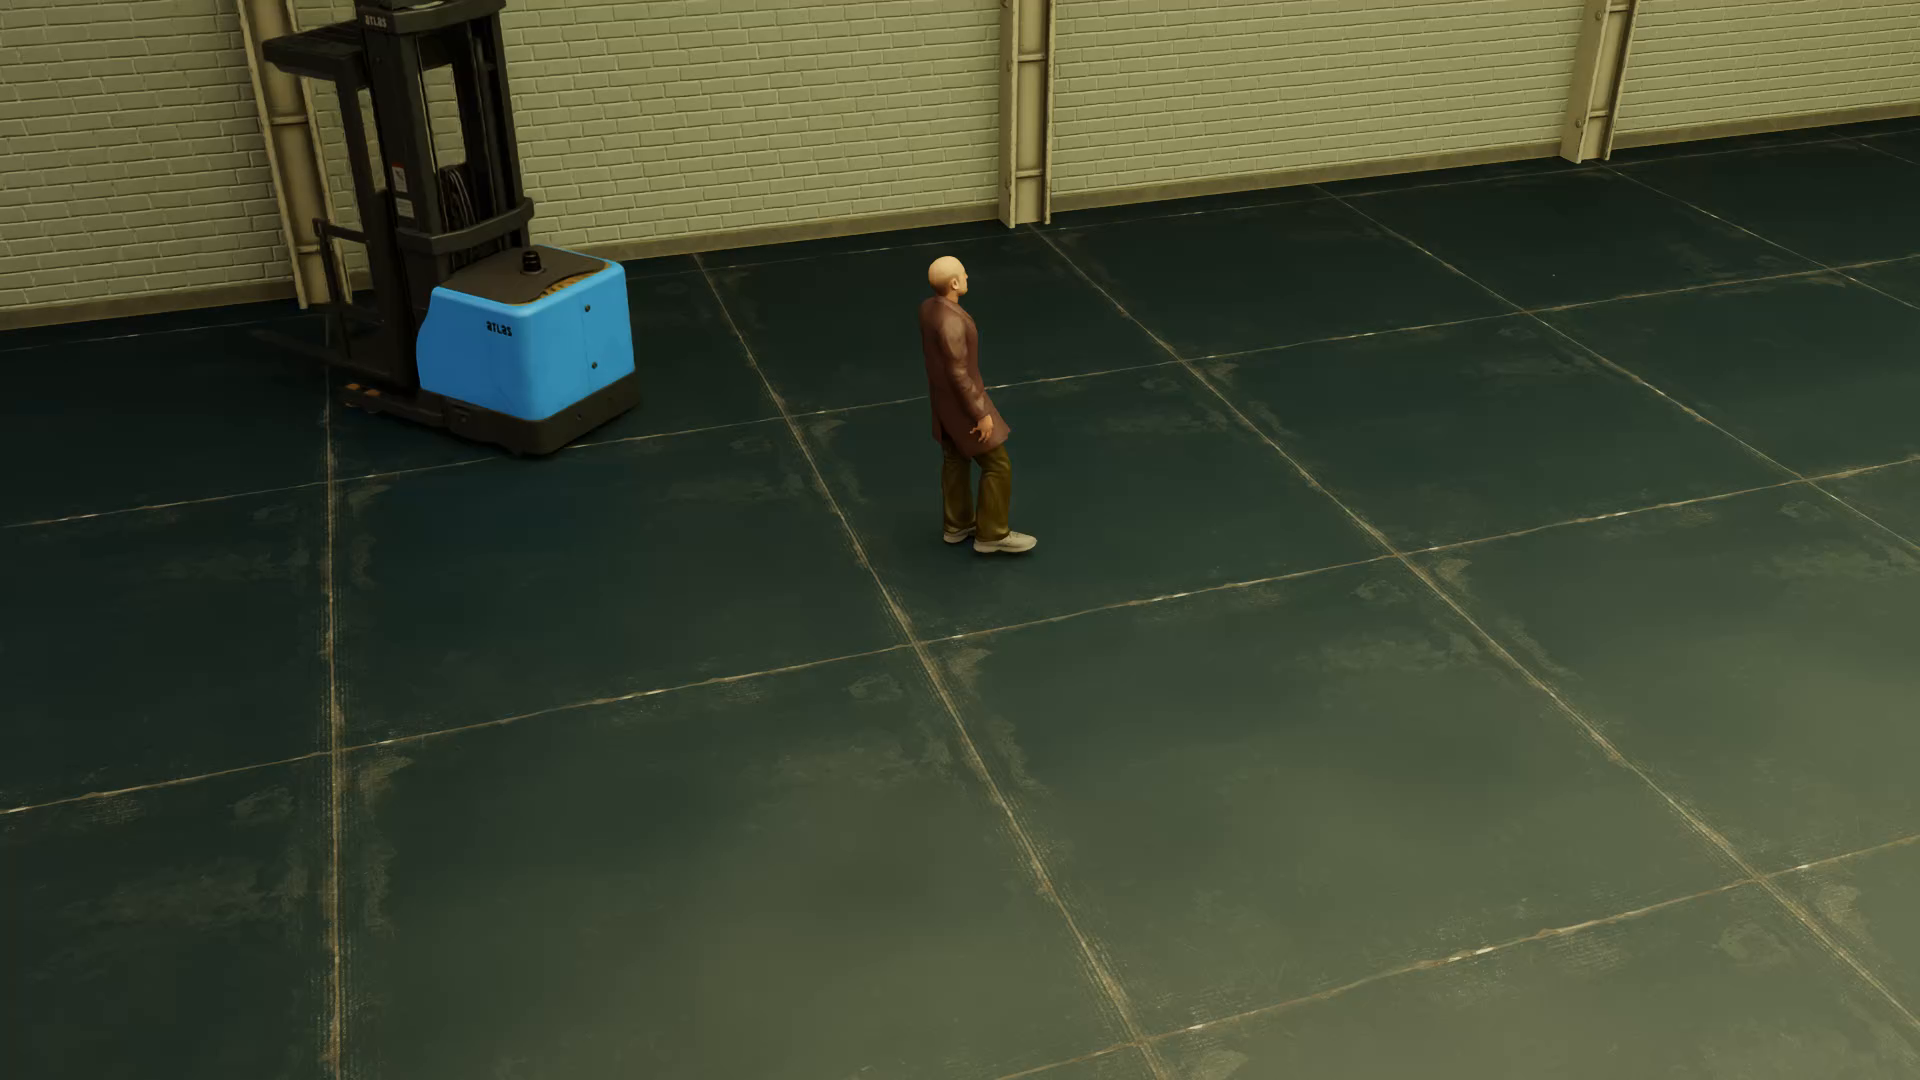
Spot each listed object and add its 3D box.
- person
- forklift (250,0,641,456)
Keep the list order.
[{"bbox_3d":[0.089,-0.790,9.602,0.580,1.777,0.698,-10,31,-16],"label":"person"},{"bbox_3d":[-3.751,-2.356,11.181,3.031,2.935,1.130,17,34,26],"label":"forklift"}]
